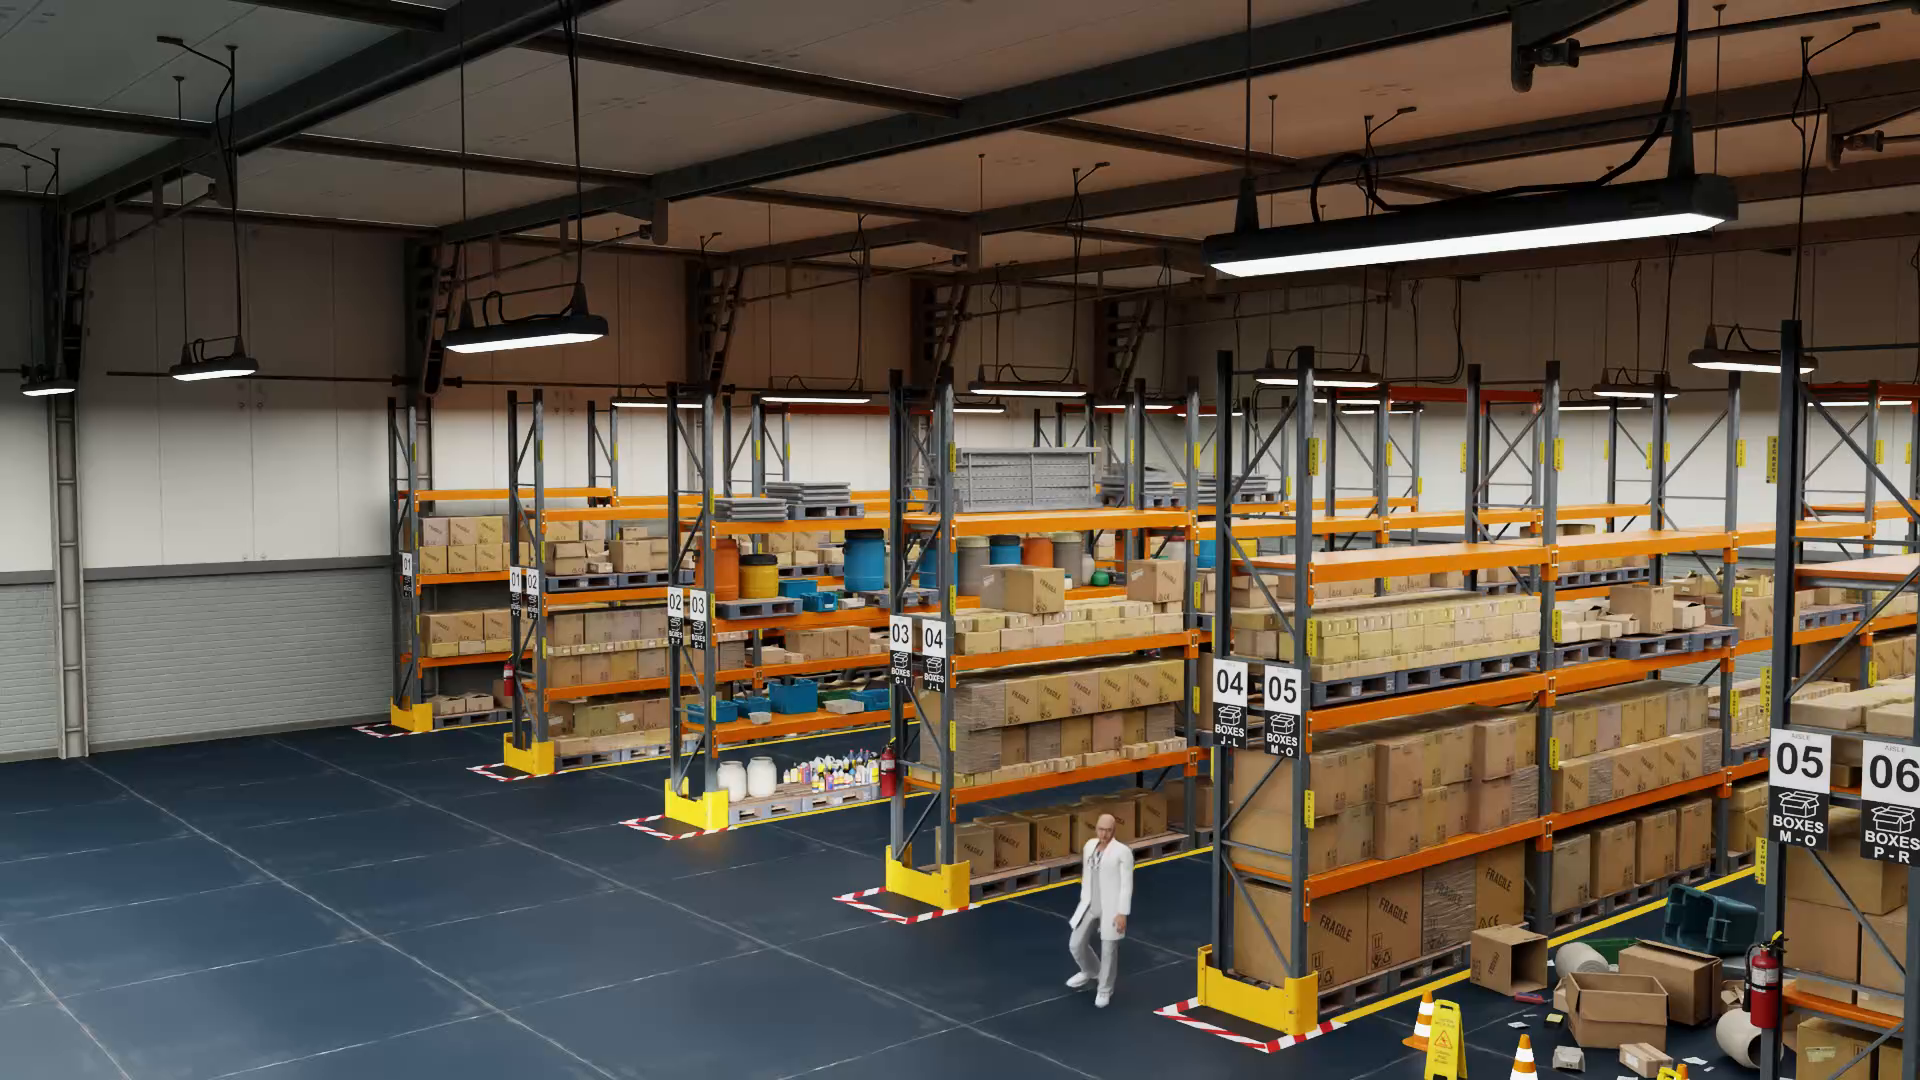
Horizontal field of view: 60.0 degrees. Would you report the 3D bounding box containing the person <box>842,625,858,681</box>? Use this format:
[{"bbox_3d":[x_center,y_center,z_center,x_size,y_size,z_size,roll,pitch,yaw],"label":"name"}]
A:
[{"bbox_3d":[-2.132,2.463,32.485,0.566,1.629,0.901,3,4,38],"label":"person"}]

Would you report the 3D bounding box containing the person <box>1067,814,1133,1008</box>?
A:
[{"bbox_3d":[1.290,3.450,15.311,0.732,1.696,0.547,2,4,35],"label":"person"}]
